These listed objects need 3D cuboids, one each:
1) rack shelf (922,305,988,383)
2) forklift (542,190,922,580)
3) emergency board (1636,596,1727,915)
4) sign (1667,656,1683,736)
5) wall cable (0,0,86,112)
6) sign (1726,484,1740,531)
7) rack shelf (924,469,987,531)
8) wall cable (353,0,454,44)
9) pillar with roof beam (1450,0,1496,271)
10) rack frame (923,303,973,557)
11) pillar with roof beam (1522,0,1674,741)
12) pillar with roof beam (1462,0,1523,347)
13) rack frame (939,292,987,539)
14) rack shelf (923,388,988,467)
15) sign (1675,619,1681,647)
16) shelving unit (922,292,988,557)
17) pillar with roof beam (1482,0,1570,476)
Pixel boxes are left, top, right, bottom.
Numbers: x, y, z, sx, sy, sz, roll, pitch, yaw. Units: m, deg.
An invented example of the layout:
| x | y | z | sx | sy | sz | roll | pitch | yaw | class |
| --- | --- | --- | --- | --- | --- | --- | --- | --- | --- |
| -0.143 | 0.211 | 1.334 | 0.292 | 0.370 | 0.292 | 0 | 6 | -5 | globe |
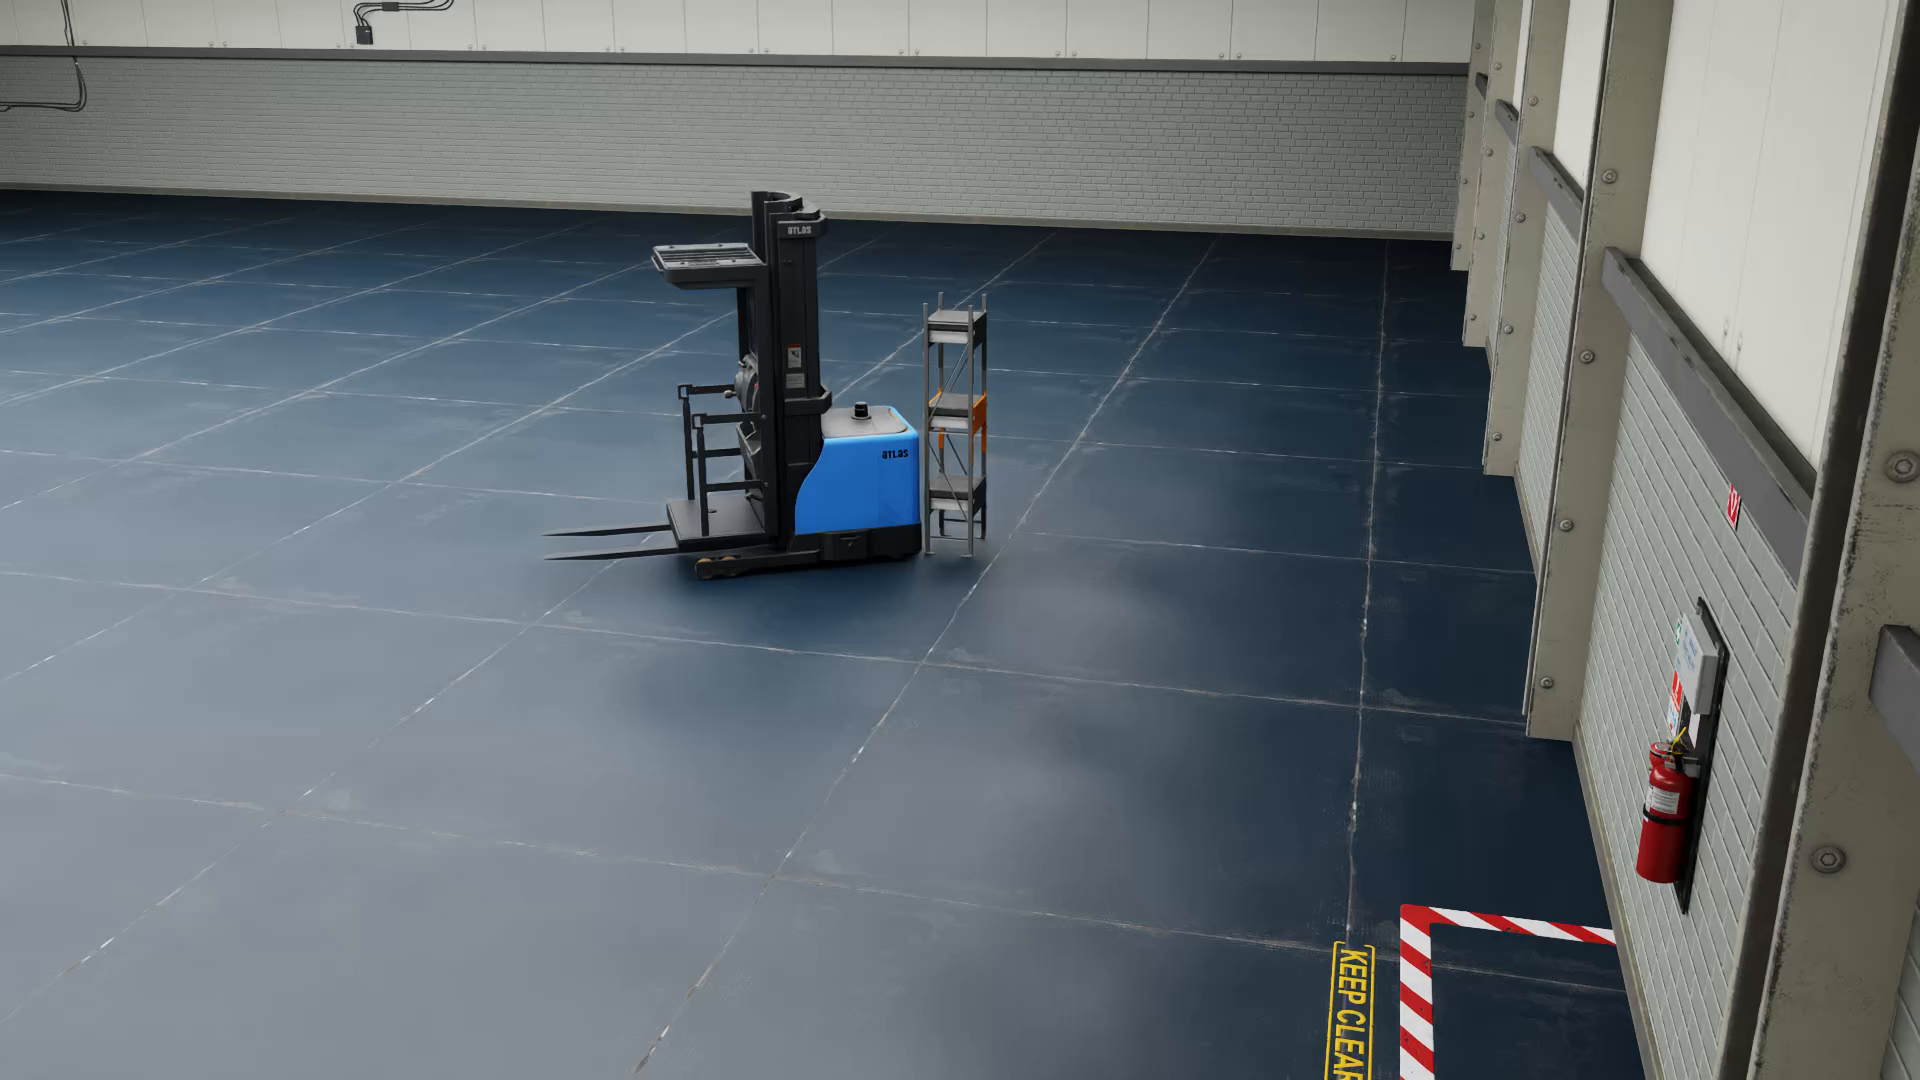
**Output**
| x | y | z | sx | sy | sz | roll | pitch | yaw | class |
| --- | --- | --- | --- | --- | --- | --- | --- | --- | --- |
| -0.036 | -1.592 | 13.476 | 0.431 | 0.518 | 0.480 | 4 | 19 | 13 | rack shelf |
| -1.892 | -1.260 | 13.343 | 3.031 | 2.935 | 1.130 | -5 | 19 | -14 | forklift |
| 2.963 | 0.886 | 6.953 | 0.194 | 1.169 | 0.643 | 5 | 19 | 13 | emergency board |
| 3.198 | 0.704 | 7.431 | 0.001 | 0.329 | 0.234 | 5 | 19 | 13 | sign |
| -20.357 | -10.541 | 35.930 | 3.097 | 2.526 | 0.112 | 5 | 19 | 13 | wall cable |
| 3.062 | -0.206 | 6.562 | 0.001 | 0.298 | 0.199 | 5 | 19 | 13 | sign |
| -0.035 | -0.268 | 13.929 | 0.431 | 0.518 | 0.480 | 4 | 19 | 13 | rack shelf |
| -11.155 | -12.865 | 32.669 | 2.305 | 6.003 | 0.169 | 5 | 19 | 13 | wall cable |
| 4.012 | -9.044 | 26.743 | 9.100 | 9.000 | 0.400 | 5 | 19 | 13 | pillar with roof beam |
| -0.093 | -0.866 | 13.473 | 0.400 | 2.100 | 0.015 | 4 | 19 | 13 | rack frame |
| -0.386 | -3.402 | 10.225 | 9.100 | 9.000 | 0.400 | 5 | 19 | 13 | pillar with roof beam |
| 2.546 | -7.163 | 21.237 | 9.100 | 9.000 | 0.400 | 5 | 19 | 13 | pillar with roof beam |
| 0.021 | -1.020 | 13.922 | 0.400 | 2.100 | 0.015 | 4 | 19 | 13 | rack frame |
| -0.036 | -0.930 | 13.702 | 0.431 | 0.518 | 0.480 | 4 | 19 | 13 | rack shelf |
| 3.188 | 0.454 | 7.343 | 0.001 | 0.109 | 0.331 | 5 | 19 | 13 | sign |
| -0.036 | -0.943 | 13.698 | 0.431 | 2.100 | 0.503 | 4 | 19 | 13 | shelving unit |
| 1.080 | -5.283 | 15.731 | 9.100 | 9.000 | 0.400 | 5 | 19 | 13 | pillar with roof beam |
